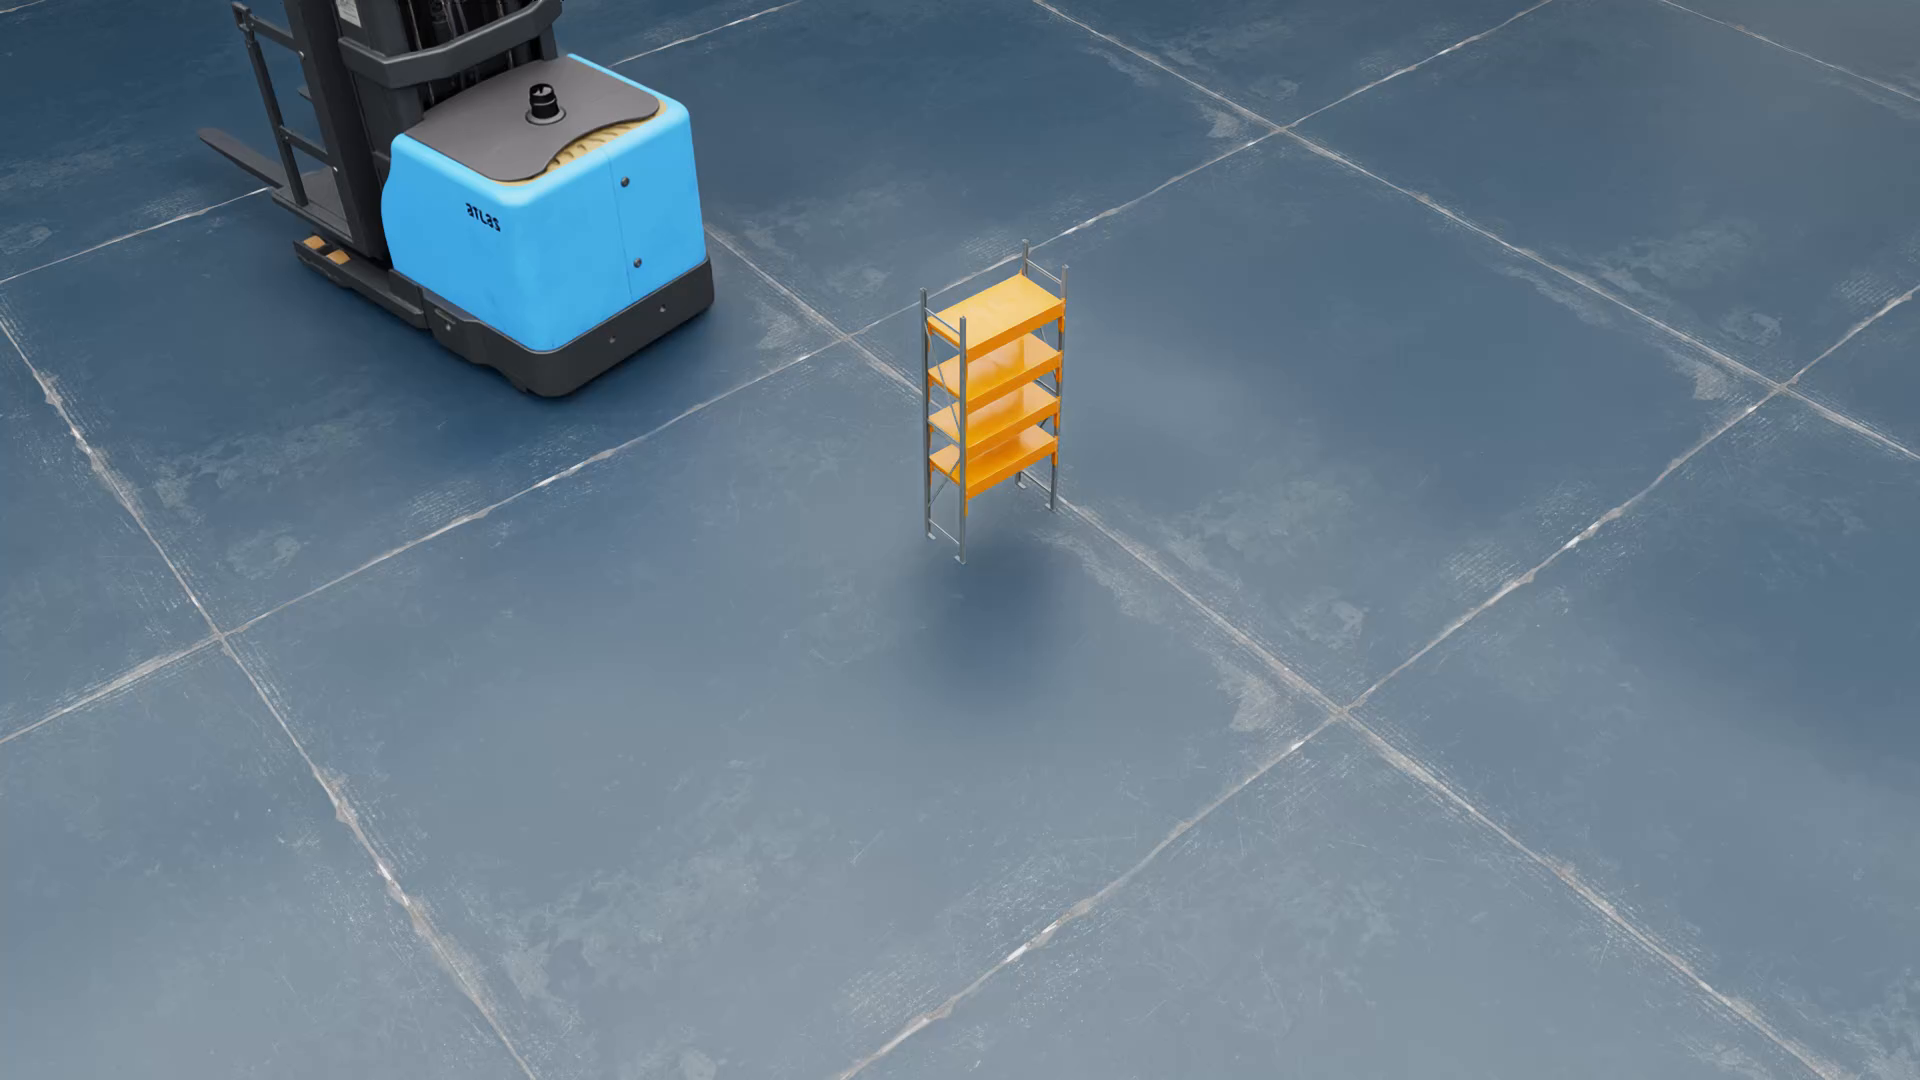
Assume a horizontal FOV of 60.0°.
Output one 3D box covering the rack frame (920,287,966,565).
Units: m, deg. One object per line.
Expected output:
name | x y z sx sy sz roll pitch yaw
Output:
rack frame | -0.060 -0.403 6.303 0.015 1.200 0.240 -30 51 -28

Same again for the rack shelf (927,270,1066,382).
rack shelf | 0.127 -0.796 6.148 0.480 0.148 0.258 -30 51 -28

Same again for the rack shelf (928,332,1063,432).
rack shelf | 0.127 -0.624 6.310 0.480 0.148 0.258 -30 51 -28

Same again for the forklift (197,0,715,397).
forklift | -2.615 -2.553 7.327 3.031 2.935 1.130 30 51 28

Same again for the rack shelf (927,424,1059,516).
rack shelf | 0.127 -0.316 6.599 0.480 0.148 0.258 -30 51 -28

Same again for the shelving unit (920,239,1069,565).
shelving unit | 0.127 -0.510 6.417 0.503 1.200 0.258 -30 51 -28

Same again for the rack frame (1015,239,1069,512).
rack frame | 0.314 -0.617 6.531 0.015 1.200 0.240 -30 51 -28

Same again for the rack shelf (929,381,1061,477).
rack shelf | 0.127 -0.461 6.463 0.480 0.148 0.258 -30 51 -28
